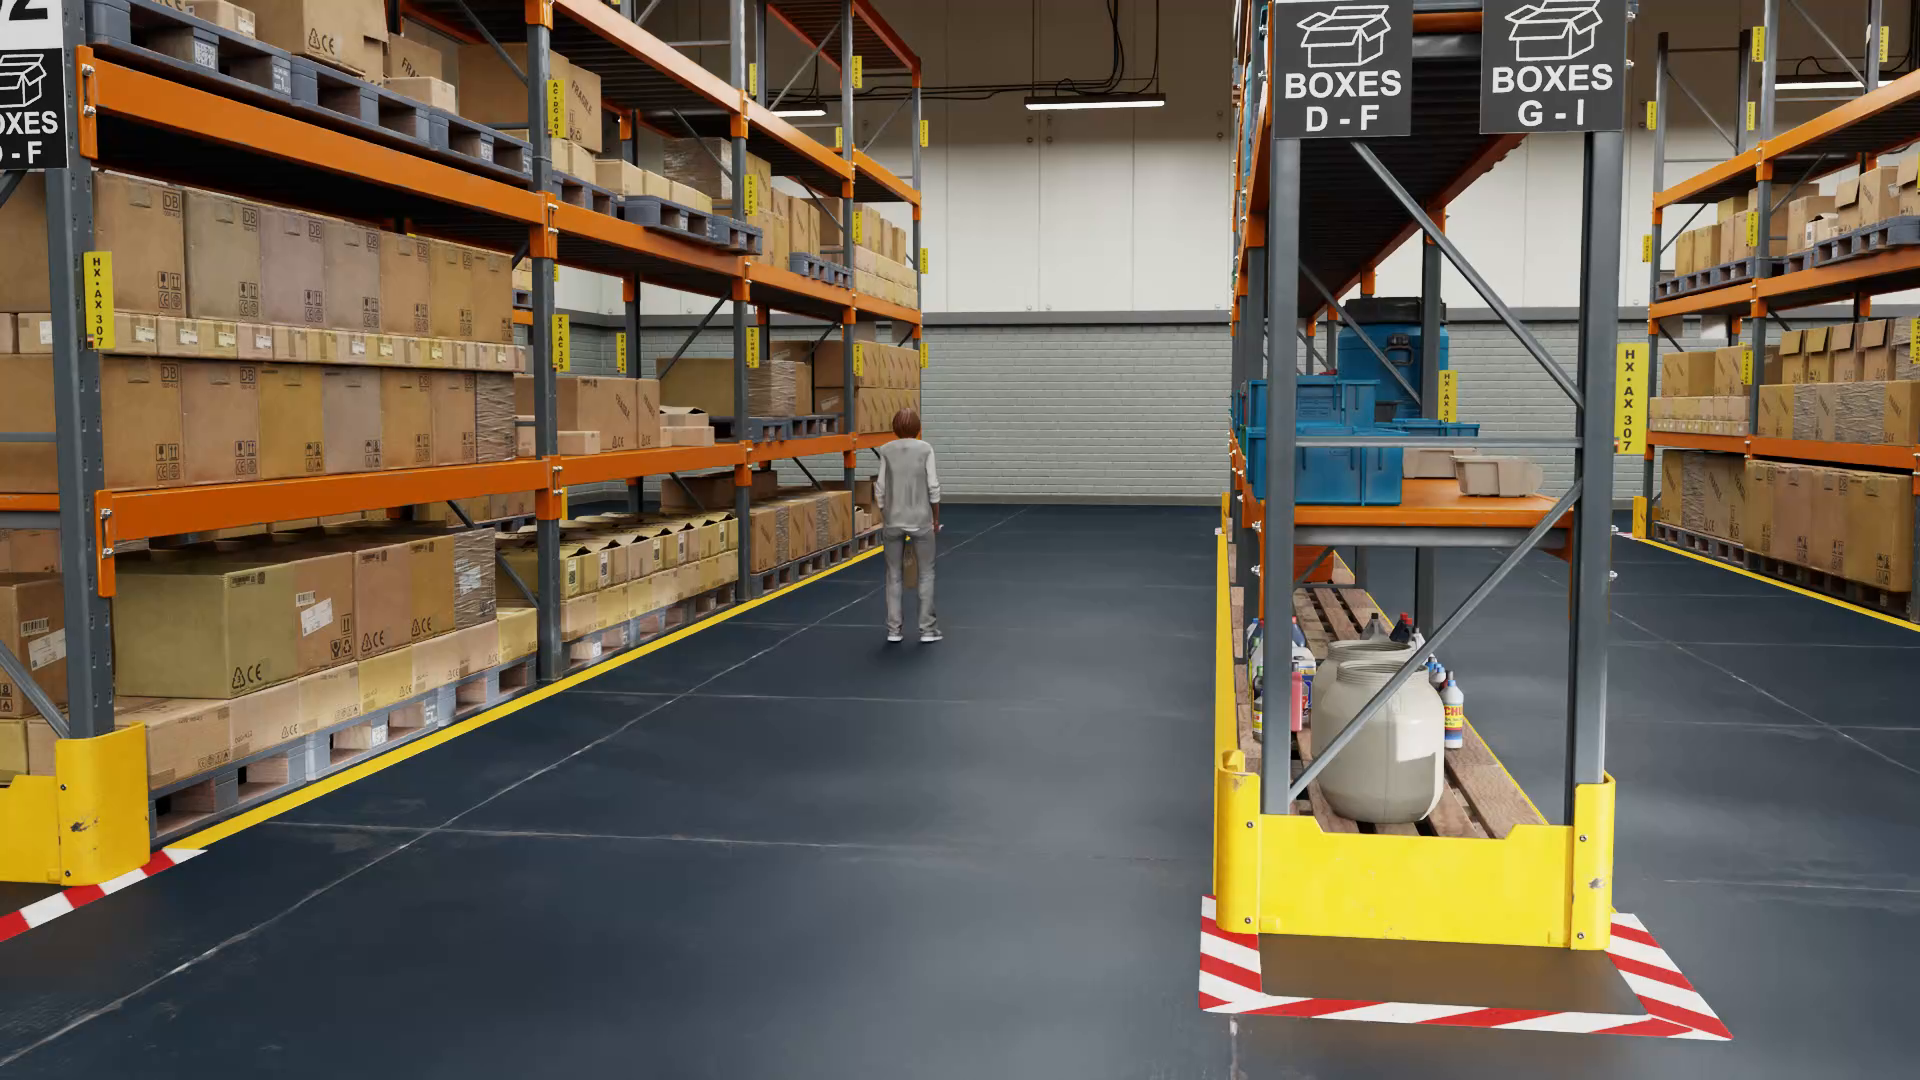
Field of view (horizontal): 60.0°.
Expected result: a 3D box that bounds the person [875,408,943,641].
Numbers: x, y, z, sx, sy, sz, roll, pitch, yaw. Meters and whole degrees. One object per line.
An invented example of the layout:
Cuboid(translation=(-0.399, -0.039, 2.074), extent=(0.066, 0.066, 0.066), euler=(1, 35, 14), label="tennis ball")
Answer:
Cuboid(translation=(-0.352, -0.101, 11.336), extent=(0.452, 1.598, 0.341), euler=(1, 5, 7), label="person")
